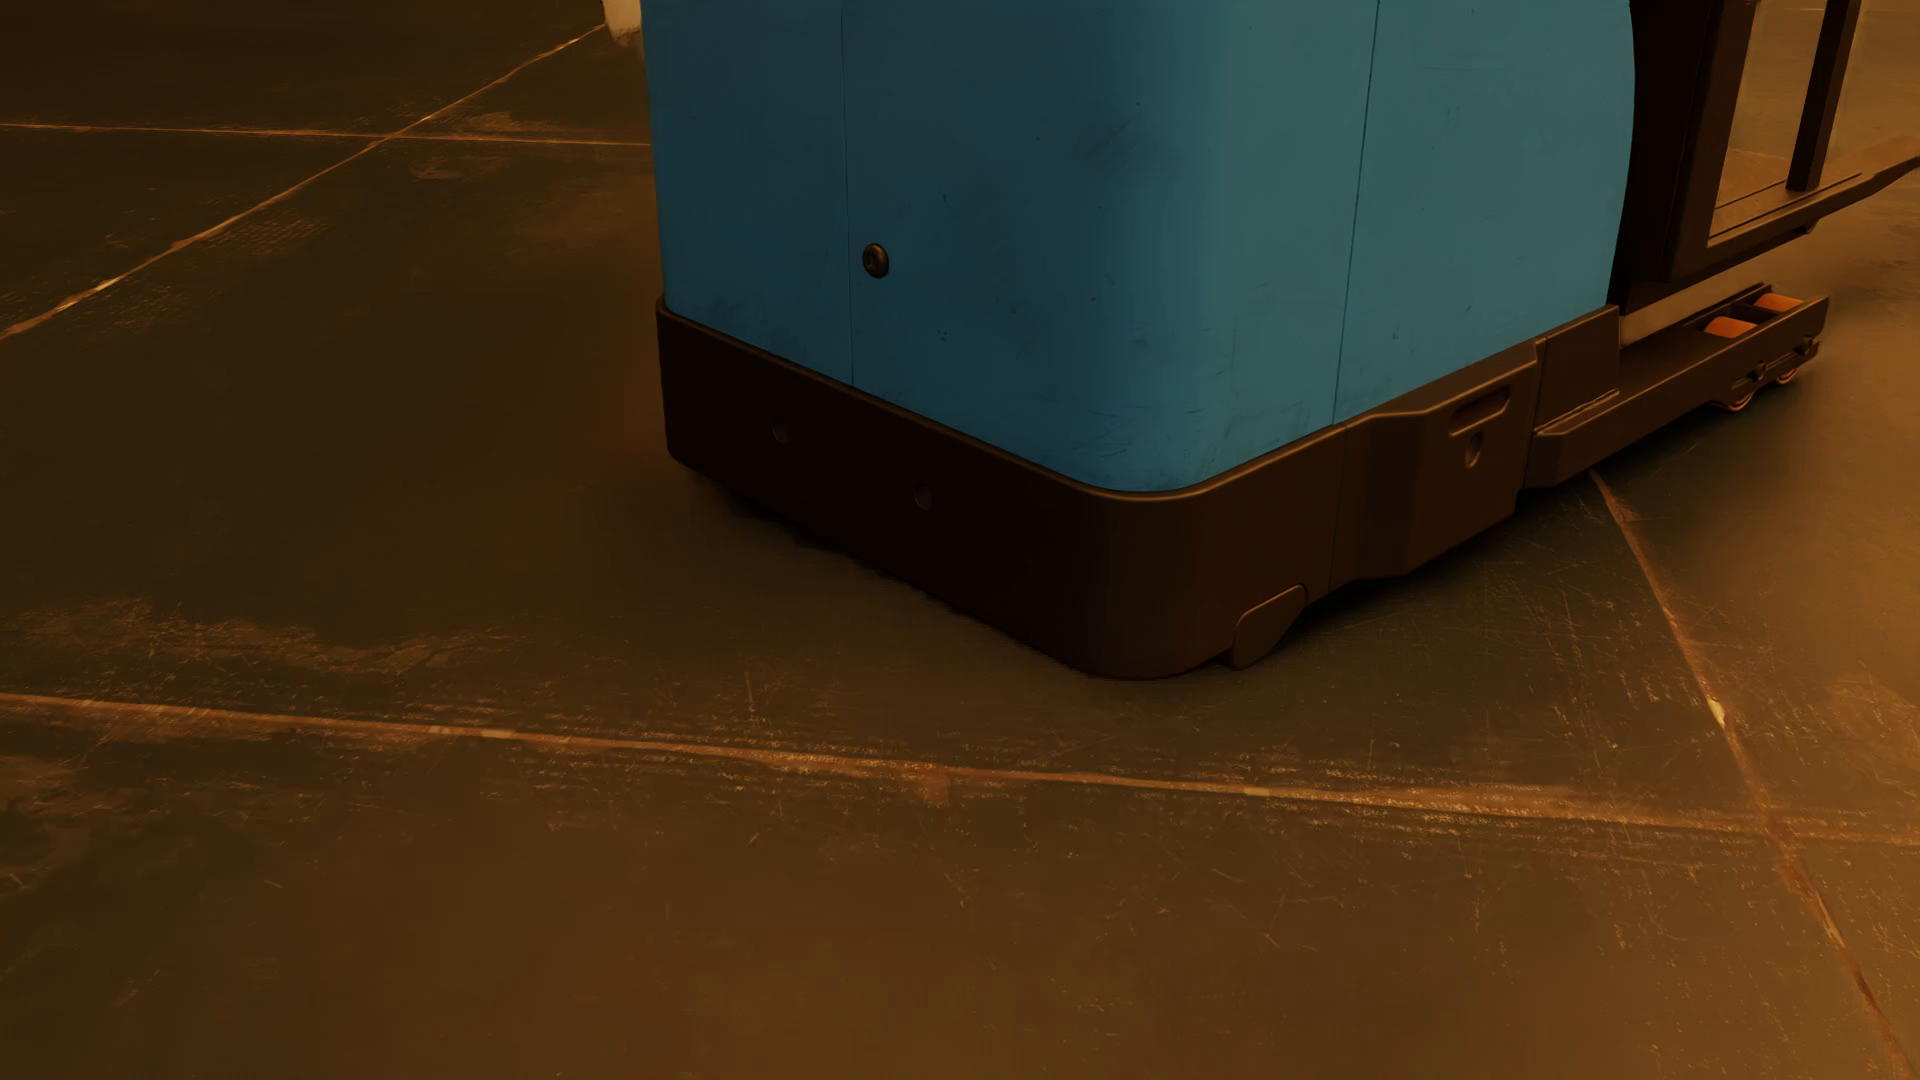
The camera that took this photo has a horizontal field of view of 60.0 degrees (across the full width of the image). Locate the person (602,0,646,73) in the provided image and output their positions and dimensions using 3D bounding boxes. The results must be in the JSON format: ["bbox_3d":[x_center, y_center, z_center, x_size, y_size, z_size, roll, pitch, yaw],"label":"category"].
[{"bbox_3d":[-0.154,-0.957,2.785,0.887,1.557,0.819,4,27,8],"label":"person"}]

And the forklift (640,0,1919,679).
[{"bbox_3d":[0.958,-1.691,2.606,3.031,2.935,1.130,-23,34,-38],"label":"forklift"}]
